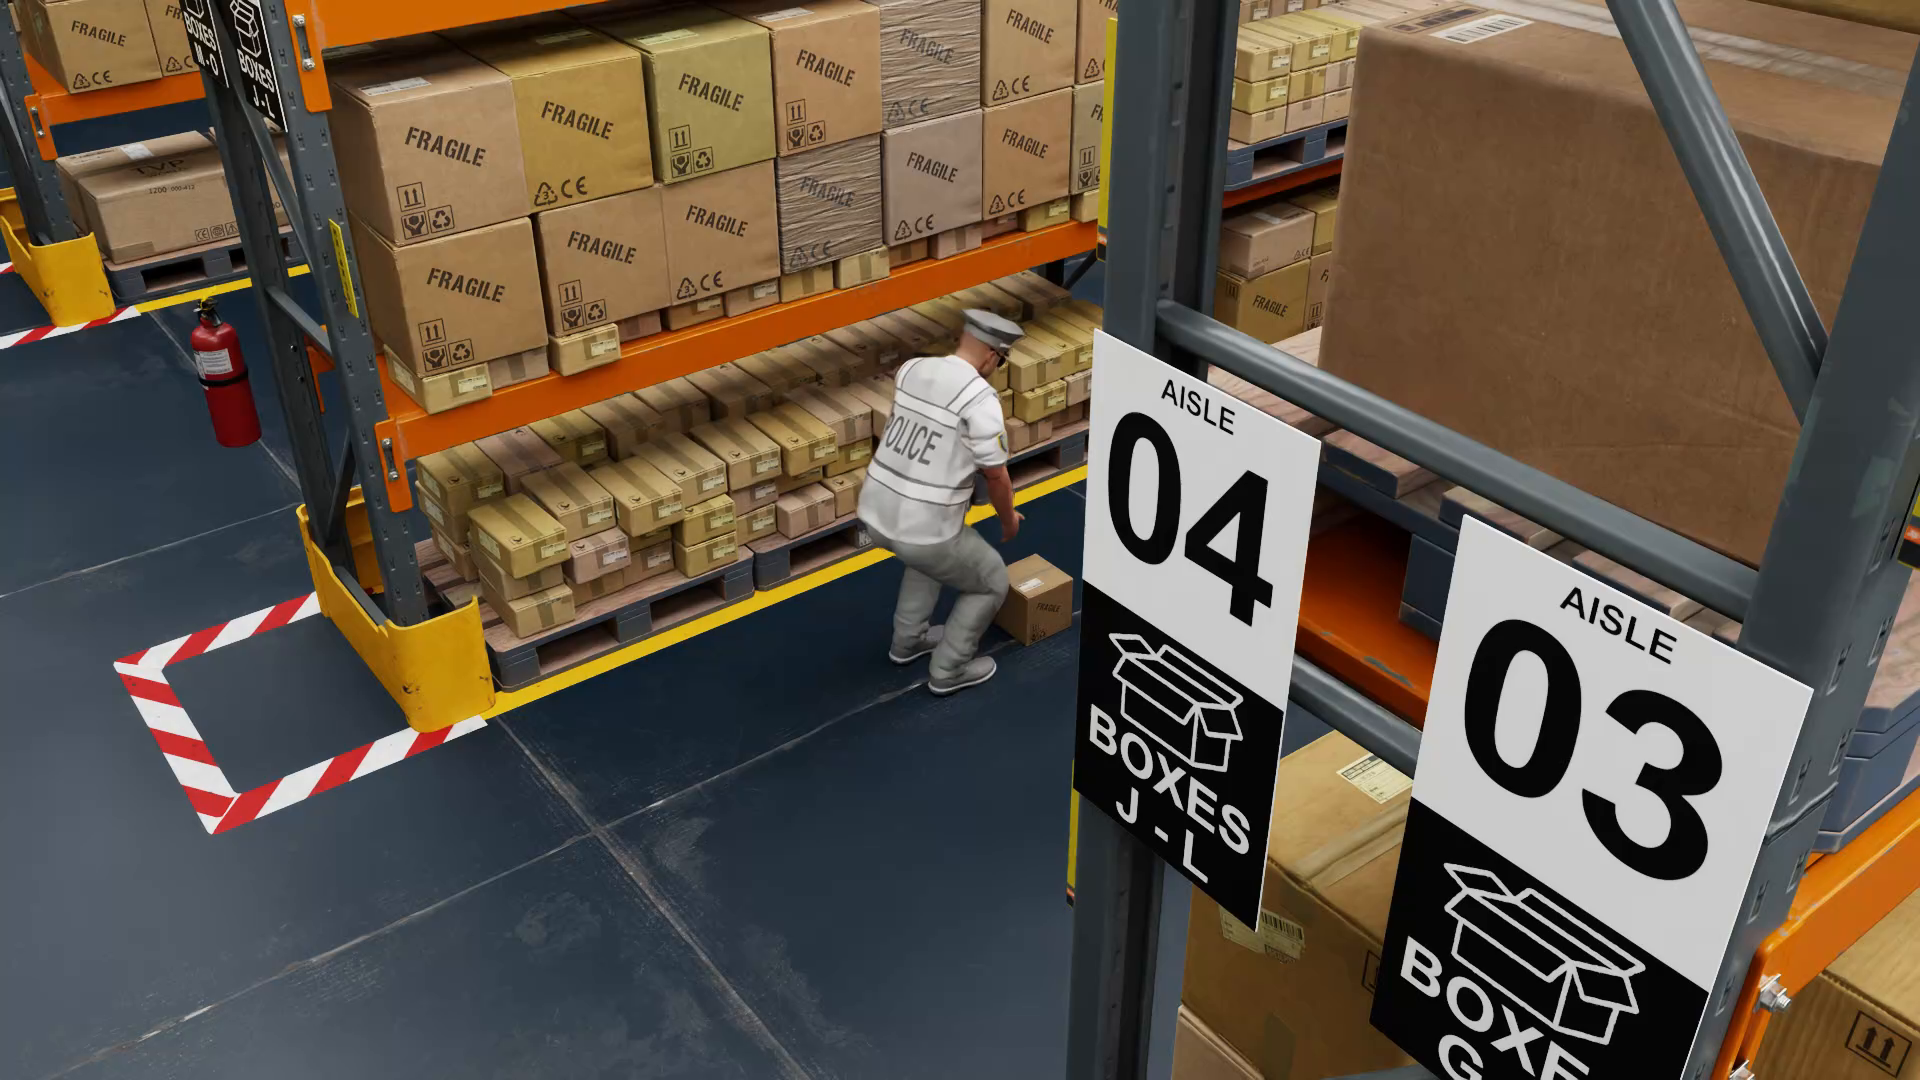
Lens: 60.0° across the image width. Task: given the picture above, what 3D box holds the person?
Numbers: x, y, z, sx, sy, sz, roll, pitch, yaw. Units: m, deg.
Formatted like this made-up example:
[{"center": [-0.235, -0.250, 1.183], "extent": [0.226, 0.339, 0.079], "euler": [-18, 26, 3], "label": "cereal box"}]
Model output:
[{"center": [-0.066, -0.149, 6.595], "extent": [0.729, 1.523, 0.587], "euler": [-23, 39, -32], "label": "person"}]
